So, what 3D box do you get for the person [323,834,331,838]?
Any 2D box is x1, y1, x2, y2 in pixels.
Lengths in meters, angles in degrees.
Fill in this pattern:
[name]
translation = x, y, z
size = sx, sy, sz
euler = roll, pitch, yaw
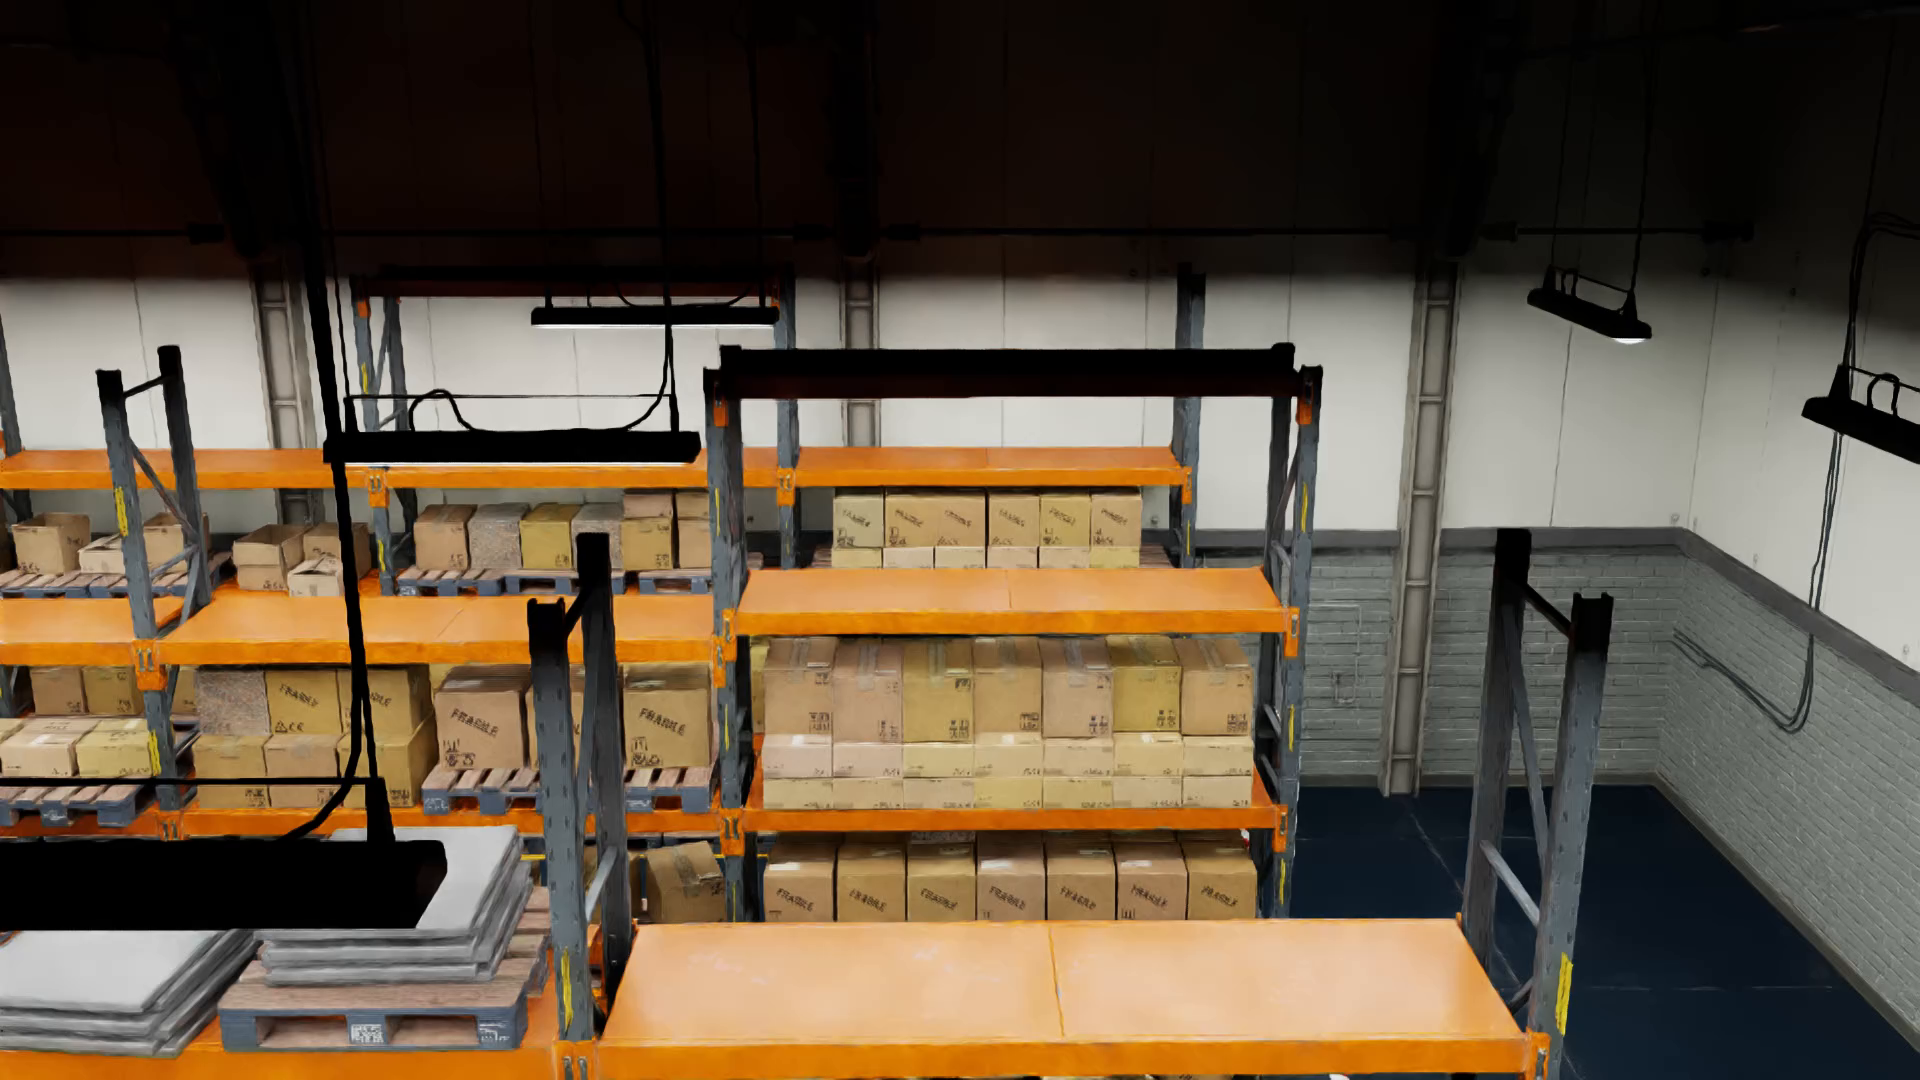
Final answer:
[person]
translation = -5.822, 2.869, 15.847
size = 0.999, 1.580, 0.478
euler = -2, 16, -8
